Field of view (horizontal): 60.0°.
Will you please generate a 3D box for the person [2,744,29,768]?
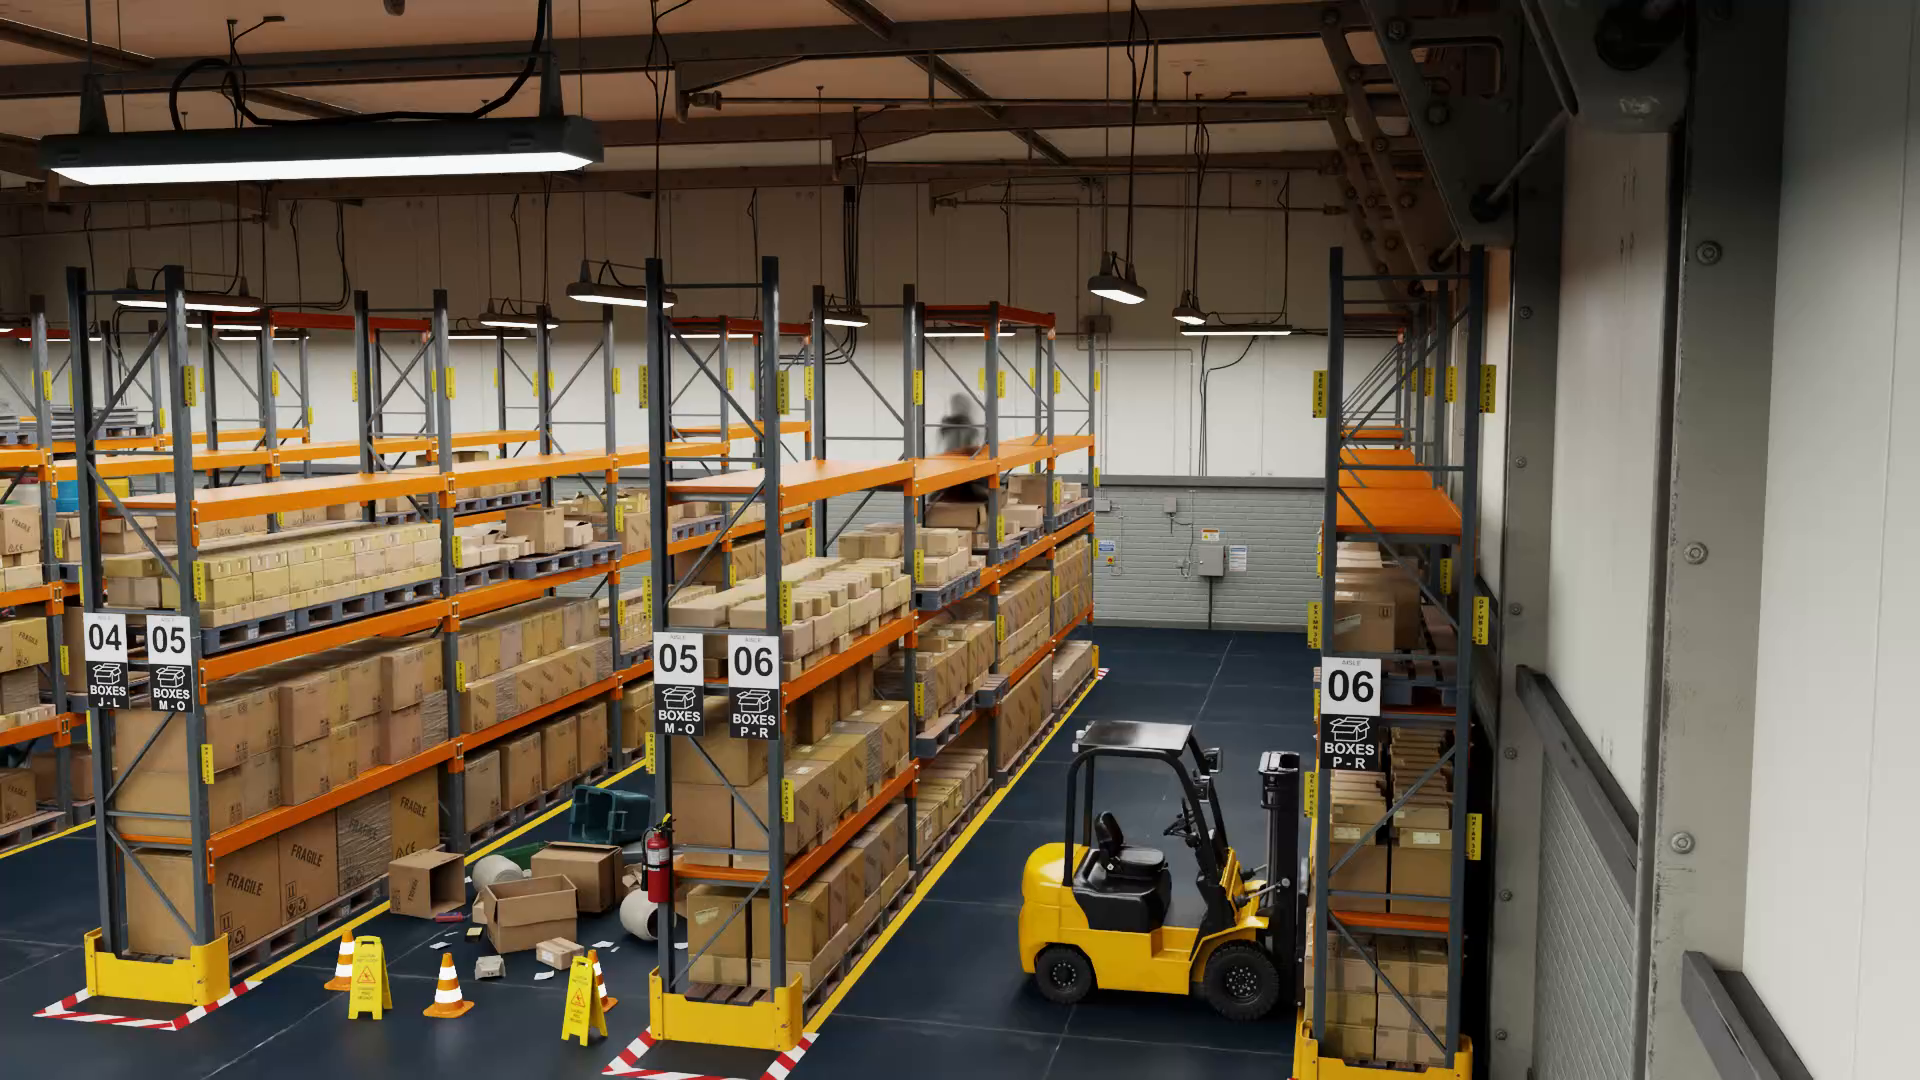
[{"bbox_3d":[-11.879,2.274,20.688,0.538,1.605,0.877,0,6,4],"label":"person"}]
